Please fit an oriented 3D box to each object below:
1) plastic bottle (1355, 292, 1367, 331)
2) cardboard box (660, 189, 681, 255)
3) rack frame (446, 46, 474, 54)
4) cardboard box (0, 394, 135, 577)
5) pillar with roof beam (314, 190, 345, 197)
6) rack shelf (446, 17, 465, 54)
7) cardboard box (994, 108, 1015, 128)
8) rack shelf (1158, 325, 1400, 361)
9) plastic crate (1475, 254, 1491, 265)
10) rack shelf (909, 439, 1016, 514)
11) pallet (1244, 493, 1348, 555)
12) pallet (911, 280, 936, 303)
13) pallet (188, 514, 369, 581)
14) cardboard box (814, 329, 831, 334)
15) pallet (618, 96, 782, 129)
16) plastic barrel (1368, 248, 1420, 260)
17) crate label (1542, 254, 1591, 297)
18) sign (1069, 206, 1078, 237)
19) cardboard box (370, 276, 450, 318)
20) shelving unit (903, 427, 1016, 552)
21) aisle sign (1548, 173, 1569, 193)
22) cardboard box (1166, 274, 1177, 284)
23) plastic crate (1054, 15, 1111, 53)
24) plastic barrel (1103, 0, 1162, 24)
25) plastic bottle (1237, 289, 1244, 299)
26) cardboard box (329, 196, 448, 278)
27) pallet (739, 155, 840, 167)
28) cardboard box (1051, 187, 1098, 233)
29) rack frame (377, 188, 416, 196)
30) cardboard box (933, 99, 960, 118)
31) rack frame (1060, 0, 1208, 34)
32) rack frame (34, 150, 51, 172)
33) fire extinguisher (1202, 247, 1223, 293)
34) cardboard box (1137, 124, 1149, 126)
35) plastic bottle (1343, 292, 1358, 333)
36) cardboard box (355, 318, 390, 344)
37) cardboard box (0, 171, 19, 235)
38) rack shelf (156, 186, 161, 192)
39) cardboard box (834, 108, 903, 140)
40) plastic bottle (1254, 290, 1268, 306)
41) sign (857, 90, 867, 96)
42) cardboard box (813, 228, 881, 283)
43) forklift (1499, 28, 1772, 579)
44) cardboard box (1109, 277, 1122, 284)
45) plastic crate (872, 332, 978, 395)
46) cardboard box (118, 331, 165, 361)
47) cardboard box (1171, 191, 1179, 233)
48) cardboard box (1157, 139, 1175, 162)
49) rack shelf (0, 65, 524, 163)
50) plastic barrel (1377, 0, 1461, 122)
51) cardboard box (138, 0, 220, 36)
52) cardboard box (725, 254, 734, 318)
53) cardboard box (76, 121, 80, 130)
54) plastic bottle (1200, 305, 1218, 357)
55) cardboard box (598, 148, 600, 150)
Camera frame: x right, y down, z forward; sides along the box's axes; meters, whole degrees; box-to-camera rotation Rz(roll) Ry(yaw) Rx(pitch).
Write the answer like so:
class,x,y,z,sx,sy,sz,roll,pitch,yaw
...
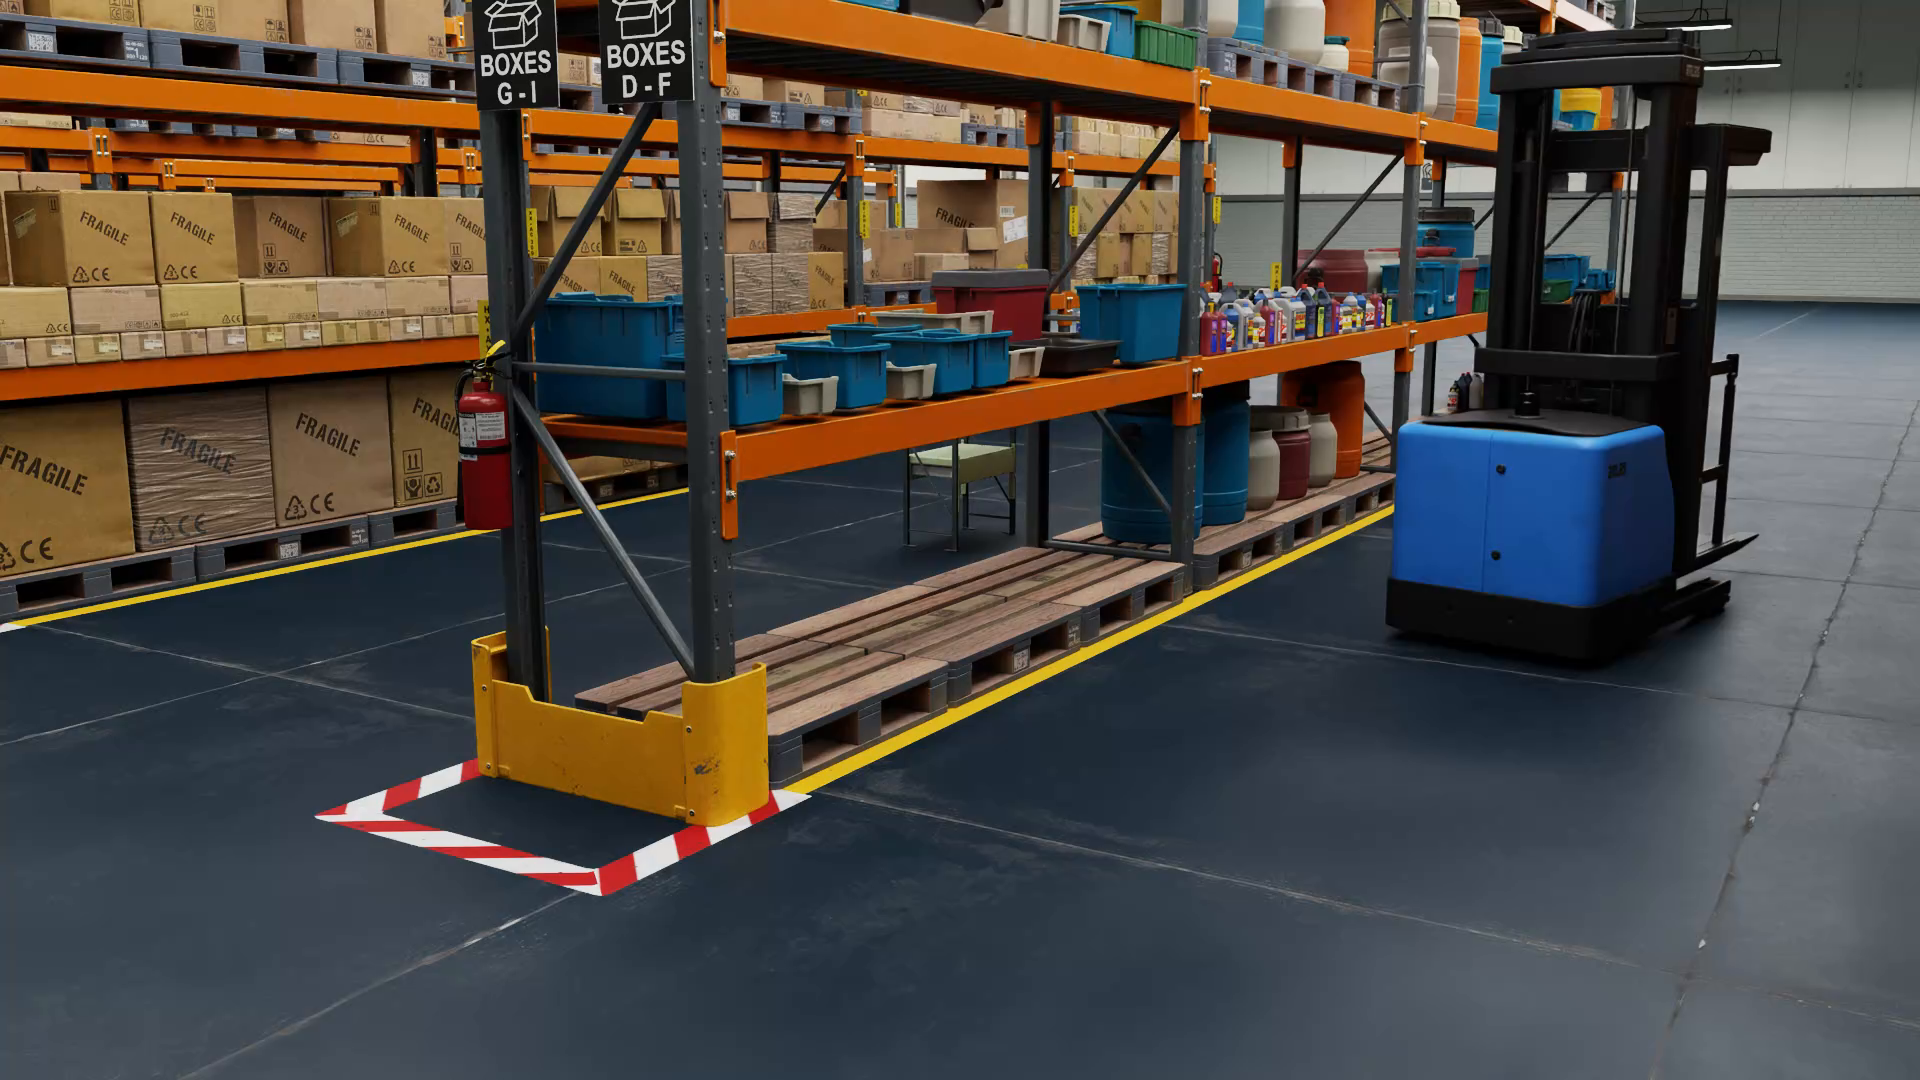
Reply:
class,x,y,z,sx,sy,sz,roll,pitch,yaw
plastic bottle,2.772,-1.589,11.552,0.097,0.271,0.097,0,11,0
cardboard box,-2.396,-2.533,13.250,0.797,0.503,0.637,7,13,33
rack frame,-3.399,-4.633,11.160,0.949,2.616,0.053,6,12,31
cardboard box,-5.209,-0.325,9.085,0.875,0.875,0.875,6,12,31
pillar with roof beam,-7.333,-7.505,26.504,9.100,9.000,0.400,6,12,31
rack shelf,-4.468,-5.516,18.918,1.077,0.370,4.000,6,12,31
cardboard box,0.354,-4.399,17.288,0.404,0.266,0.269,6,12,31
rack shelf,1.875,-1.267,10.911,0.919,0.124,3.809,6,12,31
plastic crate,5.000,-2.395,15.334,0.402,0.464,0.583,6,12,31
rack shelf,0.003,-0.418,10.796,0.431,0.370,0.720,6,12,31
pallet,1.905,-0.150,11.095,1.003,0.211,1.213,6,12,31
pallet,-0.327,-2.534,16.772,1.003,0.211,1.213,6,12,31
pallet,-4.491,-0.008,10.339,1.003,0.211,1.213,6,12,31
cardboard box,-2.104,-2.971,23.220,0.875,0.875,0.875,6,12,30
pallet,-2.187,-3.412,13.303,1.003,0.211,1.213,7,13,33
plastic barrel,3.700,-2.222,14.219,0.433,0.535,0.433,0,11,0
crate label,6.342,-2.800,17.576,0.502,0.435,0.616,6,12,31
sign,1.233,-3.458,18.044,0.100,0.325,0.005,6,12,31
cardboard box,-3.668,-1.580,10.756,0.500,0.250,0.500,7,13,32
shelving unit,0.003,-0.738,10.736,0.431,1.500,0.755,6,12,31
aisle sign,6.854,-4.415,19.234,0.394,0.787,0.004,6,12,31
cardboard box,2.503,-3.262,20.821,0.380,0.149,0.250,6,12,31
plastic crate,0.502,-2.319,7.668,0.293,0.136,0.466,6,12,31
plastic barrel,1.137,-3.147,9.721,0.600,0.588,0.600,0,11,0
plastic bottle,1.944,-1.619,11.683,0.061,0.283,0.133,6,12,31
cardboard box,-3.670,-1.948,10.686,0.500,0.500,0.500,7,12,31
pallet,-2.362,-5.181,22.482,1.003,0.211,1.213,6,12,31
cardboard box,1.208,-3.675,18.551,0.500,0.500,0.500,6,12,31
rack frame,-9.880,-4.991,29.378,1.000,3.000,0.127,6,12,31
cardboard box,-0.334,-4.290,15.853,0.500,0.500,0.500,6,12,29
rack frame,0.837,-4.159,8.631,1.000,3.000,0.127,6,12,31
rack frame,-7.580,-2.173,14.325,0.949,2.616,0.053,6,12,31
fire extinguisher,3.287,-3.507,21.659,0.296,0.674,0.183,6,12,31
cardboard box,2.245,-5.218,20.001,0.500,0.500,0.500,6,12,31
plastic bottle,2.670,-1.558,11.389,0.097,0.271,0.097,0,11,0
cardboard box,-3.809,-1.319,10.445,0.380,0.149,0.250,7,12,32
cardboard box,-7.860,-2.679,13.228,0.500,0.500,0.500,6,12,29
rack shelf,-3.375,-2.427,11.628,20.754,4.106,7.935,6,12,31
cardboard box,-0.858,-3.763,15.073,0.500,0.250,0.500,7,12,32
plastic bottle,2.141,-1.645,11.853,0.097,0.271,0.097,0,11,0
sign,-0.850,-4.026,14.450,0.100,0.325,0.005,6,12,31
cardboard box,-1.074,-2.657,15.497,0.500,0.500,0.500,5,12,24
forklift,3.472,-1.092,8.739,1.121,2.935,3.031,9,14,41
cardboard box,1.659,-2.979,19.312,0.380,0.149,0.250,6,12,31
plastic crate,-0.147,-0.743,6.978,0.416,0.233,0.300,6,12,31
cardboard box,-4.608,-1.077,9.154,0.380,0.149,0.250,6,12,30
cardboard box,2.505,-4.068,20.651,0.500,0.500,0.500,6,12,31
cardboard box,2.270,-4.713,20.147,0.500,0.250,0.500,7,13,32
rack shelf,-4.435,-2.490,9.820,1.077,0.370,4.000,6,12,31
plastic barrel,3.525,-3.669,12.800,0.600,0.901,0.600,0,11,0
cardboard box,-4.627,-3.083,9.351,0.700,0.500,0.500,5,12,27
cardboard box,-2.160,-2.021,13.240,0.500,0.500,0.500,7,13,32
cardboard box,-10.141,-4.816,18.875,0.700,0.500,0.500,6,12,28
plastic bottle,1.392,-1.170,9.284,0.061,0.283,0.133,6,12,31
cardboard box,-5.726,-6.142,25.890,0.380,0.149,0.250,7,12,32
